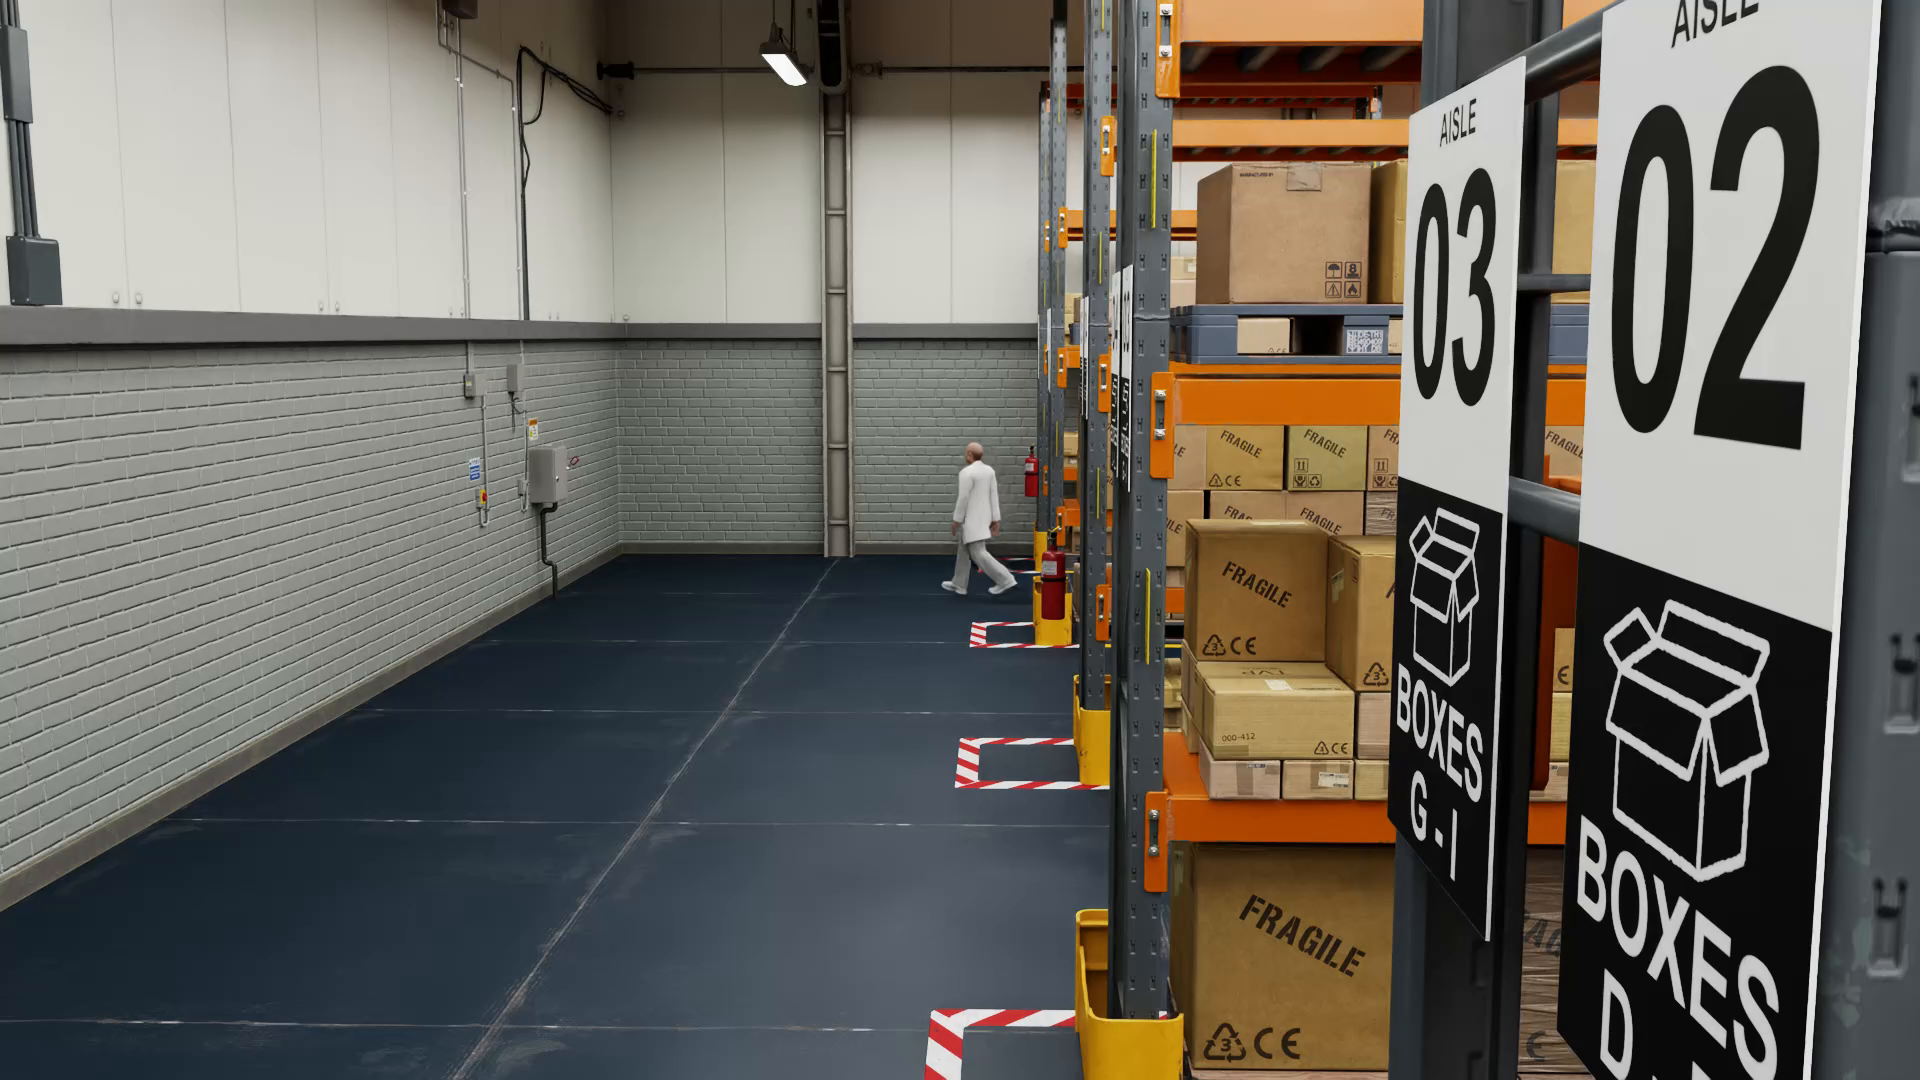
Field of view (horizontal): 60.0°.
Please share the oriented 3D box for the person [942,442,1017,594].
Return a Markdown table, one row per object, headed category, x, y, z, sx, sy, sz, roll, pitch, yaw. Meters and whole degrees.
| category | x | y | z | sx | sy | sz | roll | pitch | yaw |
| --- | --- | --- | --- | --- | --- | --- | --- | --- | --- |
| person | 0.198 | -0.222 | 18.645 | 1.107 | 1.738 | 0.583 | 5 | 9 | 34 |
